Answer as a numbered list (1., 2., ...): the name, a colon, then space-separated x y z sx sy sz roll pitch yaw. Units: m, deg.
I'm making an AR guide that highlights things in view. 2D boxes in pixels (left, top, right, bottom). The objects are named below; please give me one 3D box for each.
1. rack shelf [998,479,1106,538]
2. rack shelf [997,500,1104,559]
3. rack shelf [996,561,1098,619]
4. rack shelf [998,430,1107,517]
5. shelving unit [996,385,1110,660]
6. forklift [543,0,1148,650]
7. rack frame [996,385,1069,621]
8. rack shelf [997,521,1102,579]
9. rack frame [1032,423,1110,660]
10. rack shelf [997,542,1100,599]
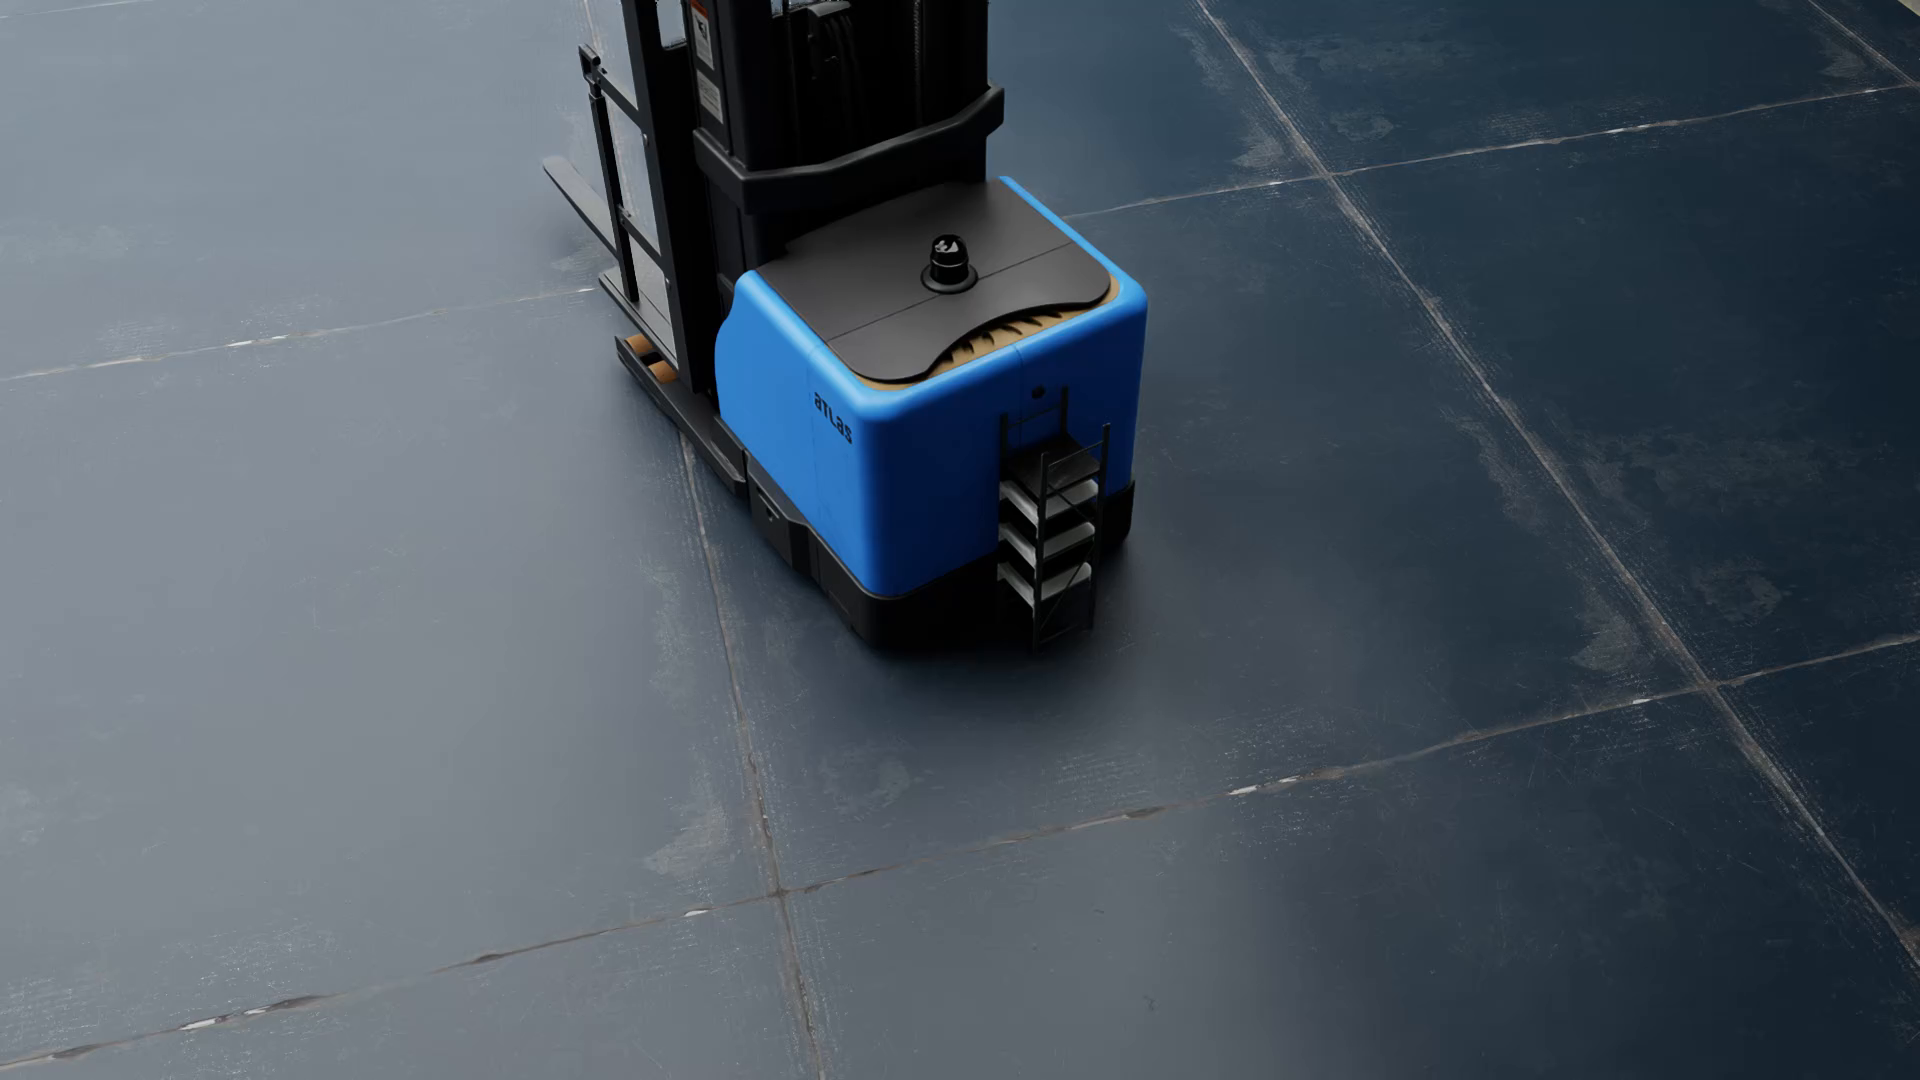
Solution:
1. rack shelf: 0.278 -0.139 5.051 0.258 0.077 0.200 -25 51 -23
2. rack shelf: 0.278 -0.076 5.115 0.258 0.077 0.200 -25 51 -23
3. rack shelf: 0.278 0.113 5.308 0.258 0.077 0.200 -25 51 -23
4. rack shelf: 0.278 -0.202 4.986 0.258 0.077 0.200 -25 51 -23
5. shelving unit: 0.278 -0.036 5.156 0.258 0.900 0.210 -25 51 -23
6. forklift: -0.647 -1.702 5.366 1.130 2.935 3.031 -25 51 -23
7. rack frame: 0.222 -0.097 5.215 0.240 0.900 0.006 -25 51 -23
8. rack shelf: 0.278 -0.013 5.179 0.258 0.077 0.200 -25 51 -23
9. rack frame: 0.334 0.024 5.096 0.240 0.900 0.006 -25 51 -23
10. rack shelf: 0.278 0.050 5.244 0.258 0.077 0.200 -25 51 -23
